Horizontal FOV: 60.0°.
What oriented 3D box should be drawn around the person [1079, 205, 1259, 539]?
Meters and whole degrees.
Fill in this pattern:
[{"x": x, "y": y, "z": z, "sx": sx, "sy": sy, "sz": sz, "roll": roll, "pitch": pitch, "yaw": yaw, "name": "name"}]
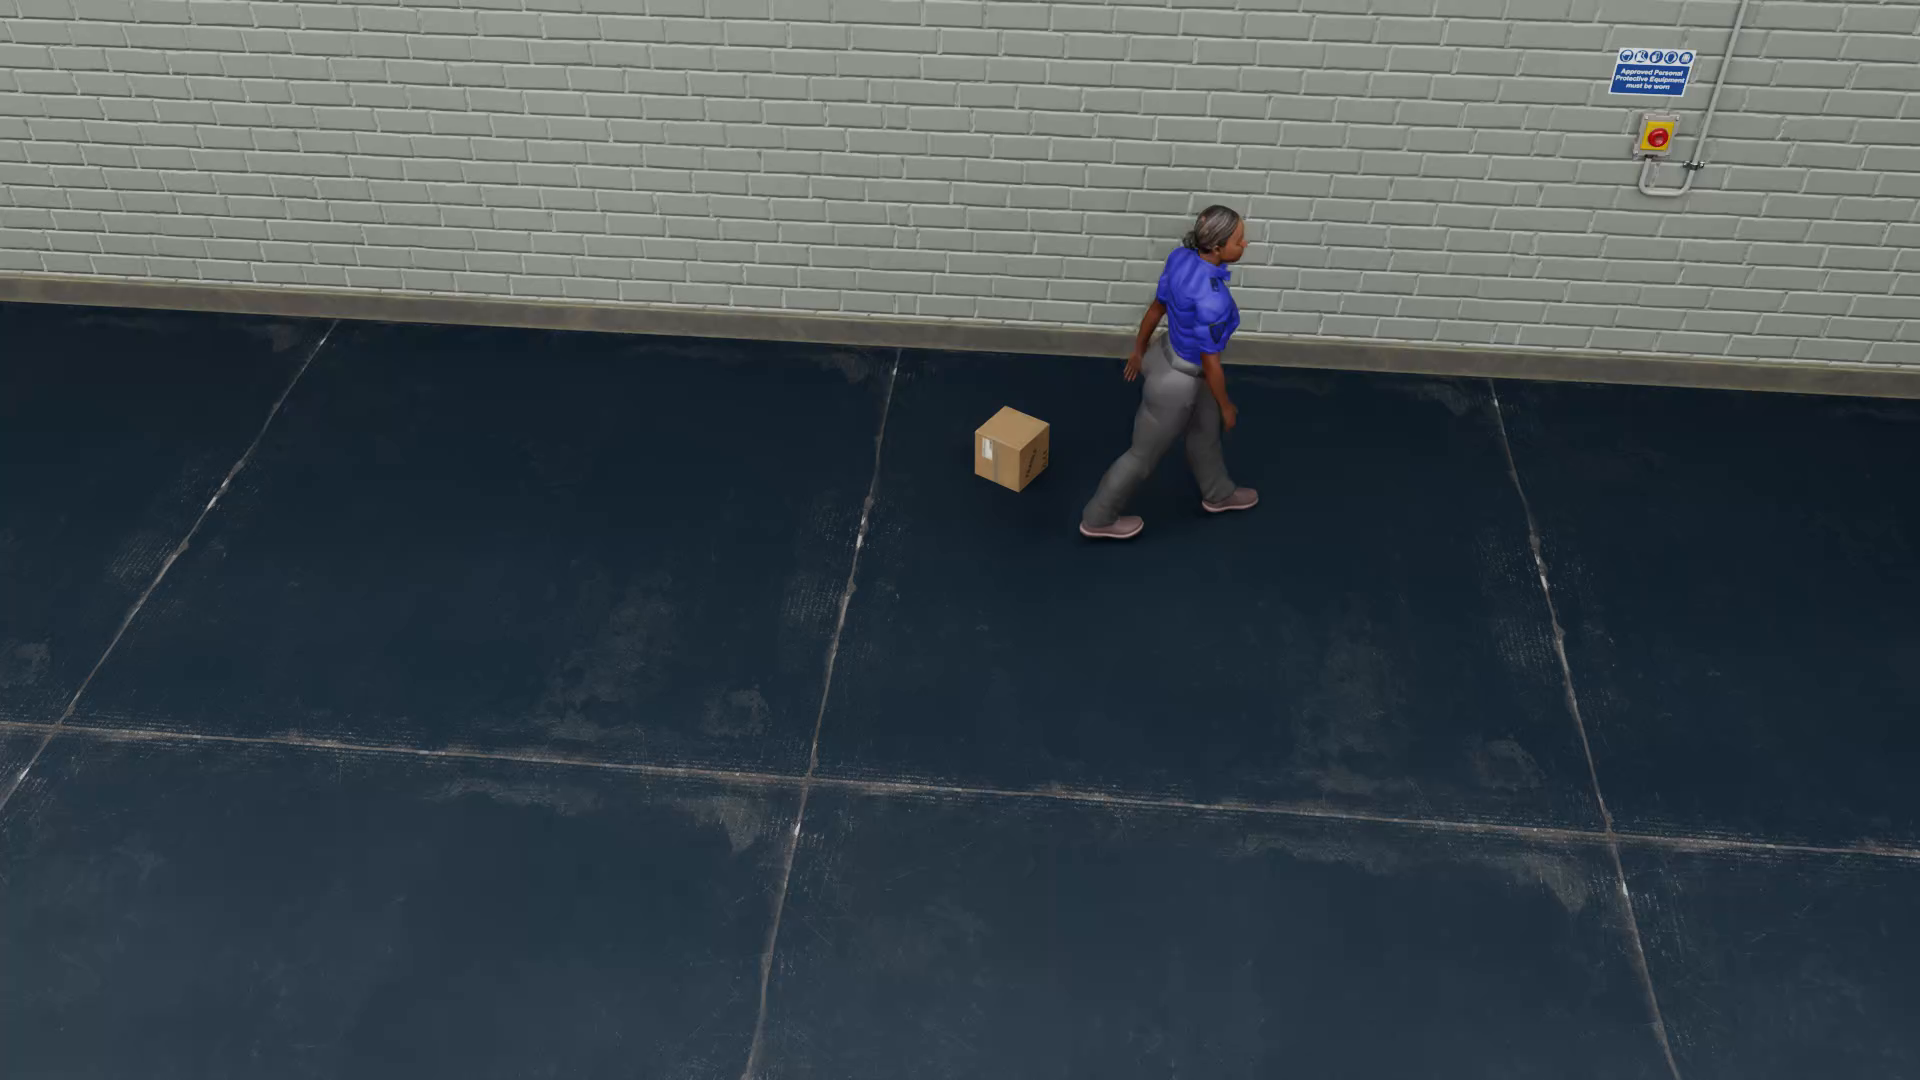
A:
[{"x": 0.956, "y": -0.669, "z": 6.942, "sx": 0.860, "sy": 1.623, "sz": 0.479, "roll": -3, "pitch": 40, "yaw": -4, "name": "person"}]
